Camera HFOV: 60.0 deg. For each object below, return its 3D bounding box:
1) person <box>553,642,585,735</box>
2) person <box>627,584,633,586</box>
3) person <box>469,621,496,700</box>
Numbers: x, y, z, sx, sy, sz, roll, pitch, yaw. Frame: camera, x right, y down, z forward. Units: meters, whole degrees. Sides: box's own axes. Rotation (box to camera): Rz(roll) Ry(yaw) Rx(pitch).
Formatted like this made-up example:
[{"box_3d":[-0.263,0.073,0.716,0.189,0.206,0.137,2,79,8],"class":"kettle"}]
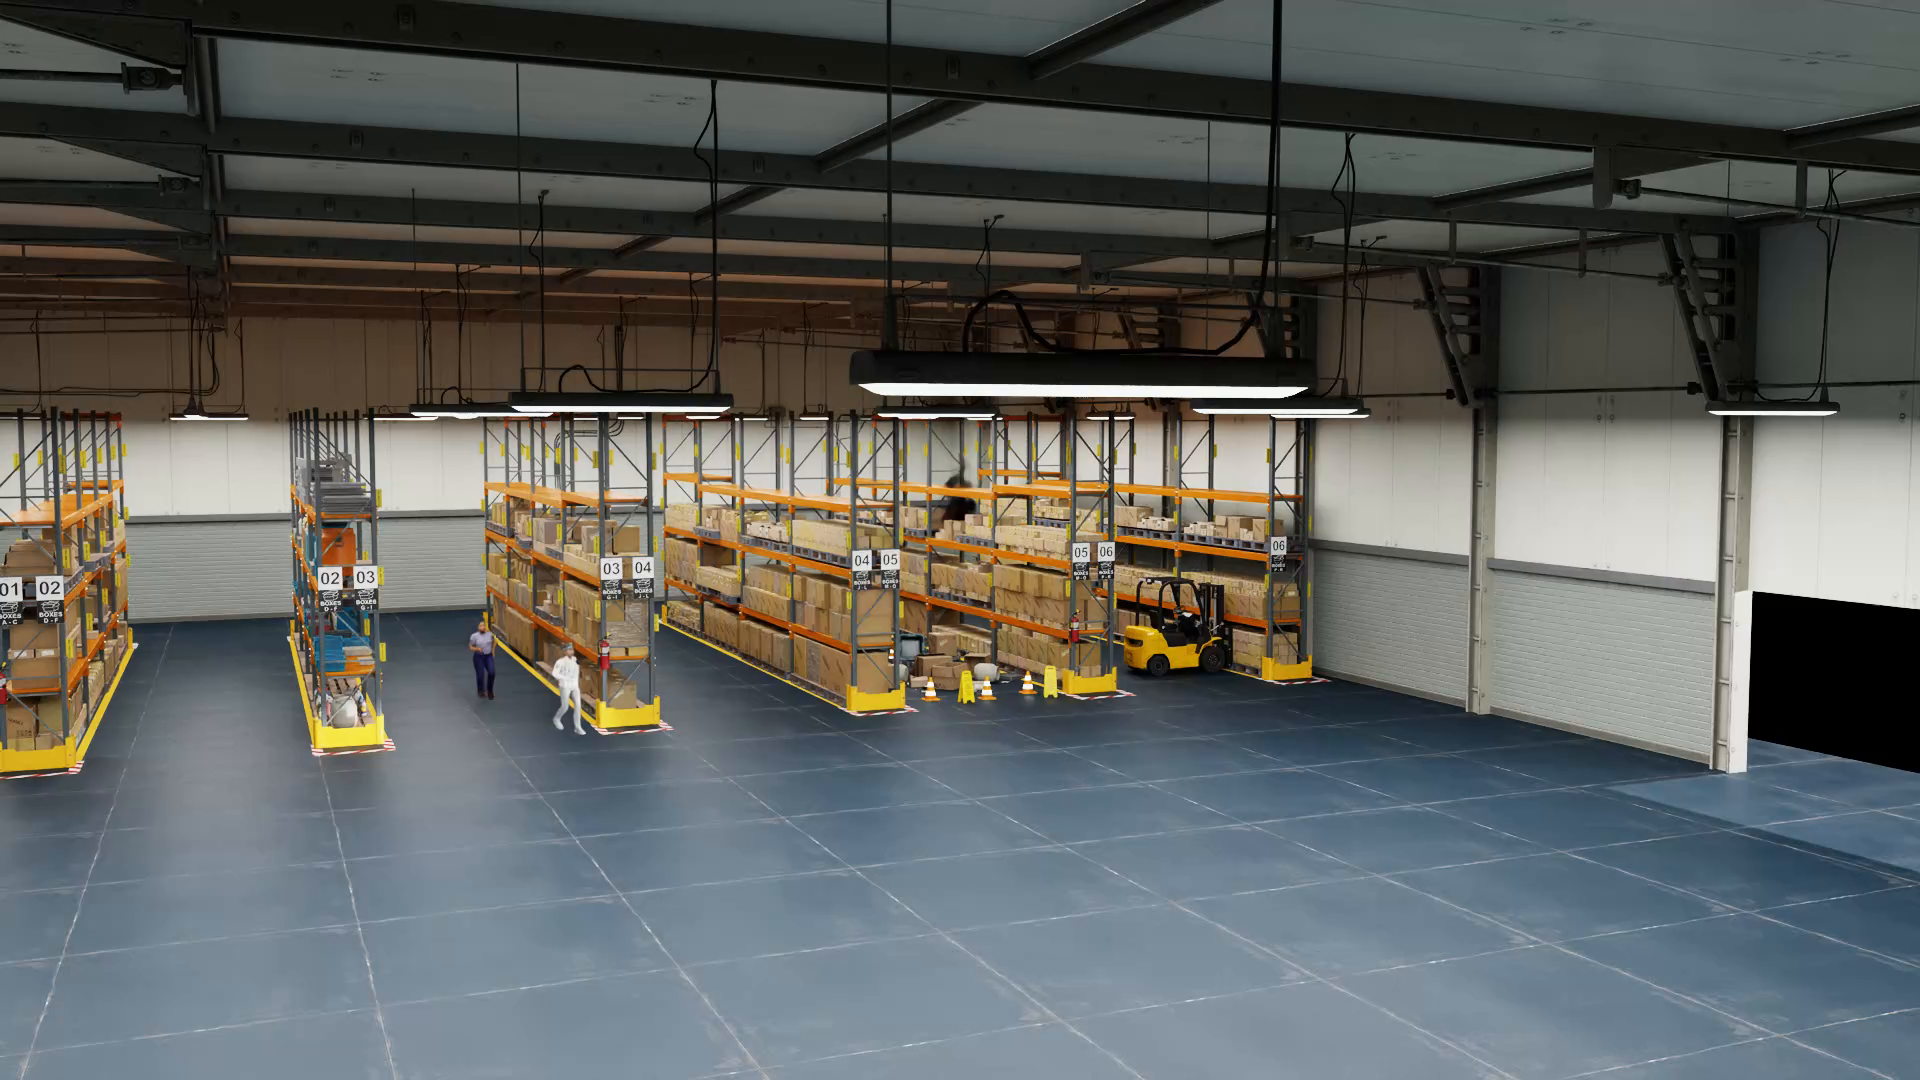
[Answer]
[{"box_3d":[-7.202,2.721,30.661,0.642,1.680,0.883,-4,6,-44],"class":"person"},{"box_3d":[-9.305,1.651,46.490,0.530,1.599,0.849,-1,4,-15],"class":"person"},{"box_3d":[-9.881,2.501,34.503,0.580,1.667,0.688,-2,4,-25],"class":"person"}]
